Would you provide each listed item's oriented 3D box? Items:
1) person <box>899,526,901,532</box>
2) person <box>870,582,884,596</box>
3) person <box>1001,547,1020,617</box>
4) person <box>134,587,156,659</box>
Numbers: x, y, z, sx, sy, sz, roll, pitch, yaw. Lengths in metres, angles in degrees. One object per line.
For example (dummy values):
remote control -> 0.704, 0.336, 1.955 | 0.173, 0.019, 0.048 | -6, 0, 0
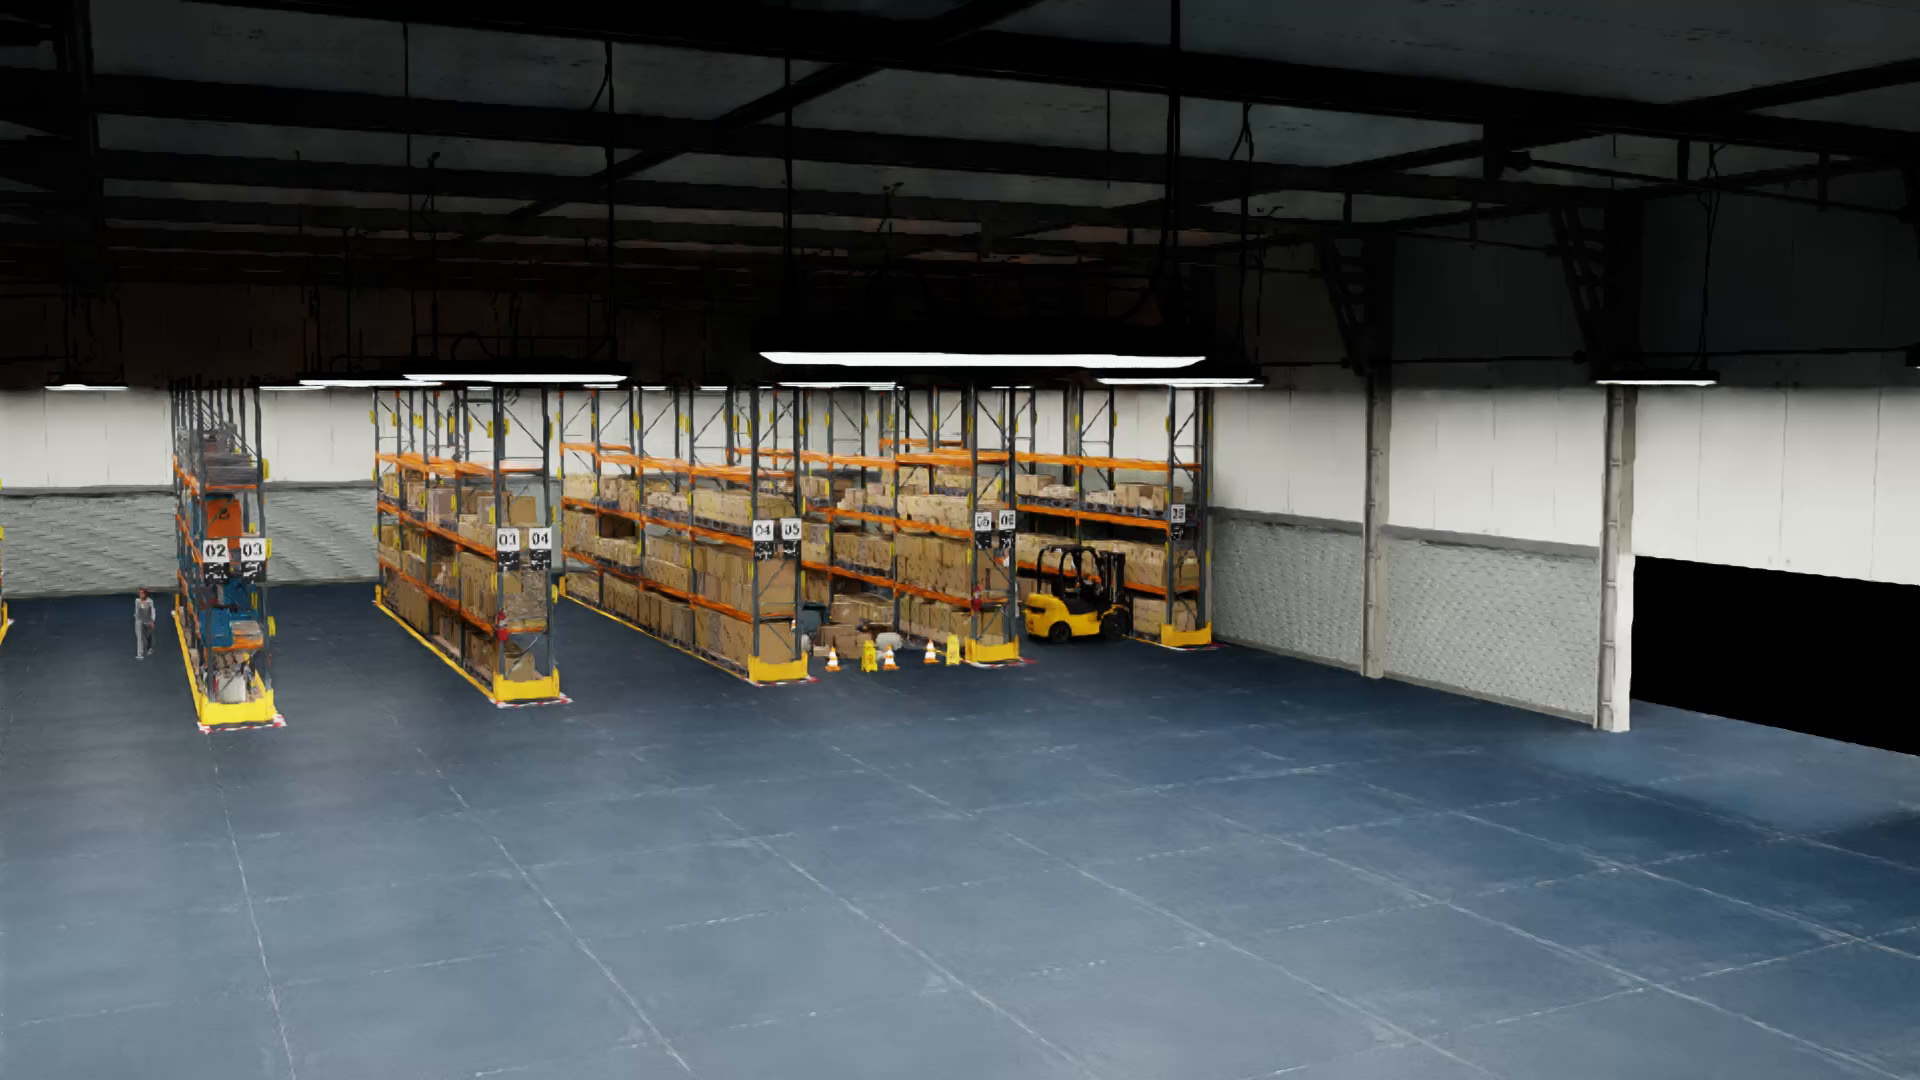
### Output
person -> -1.792, 0.364, 48.051 | 0.447, 1.601, 1.023 | -2, 5, -18
person -> -2.188, 0.828, 44.855 | 0.617, 1.786, 0.456 | 3, 6, 32
person -> 1.199, 1.057, 42.321 | 0.641, 1.772, 0.693 | 0, 5, -2
person -> -17.553, 1.764, 35.826 | 0.418, 1.514, 1.043 | -2, 6, -24
